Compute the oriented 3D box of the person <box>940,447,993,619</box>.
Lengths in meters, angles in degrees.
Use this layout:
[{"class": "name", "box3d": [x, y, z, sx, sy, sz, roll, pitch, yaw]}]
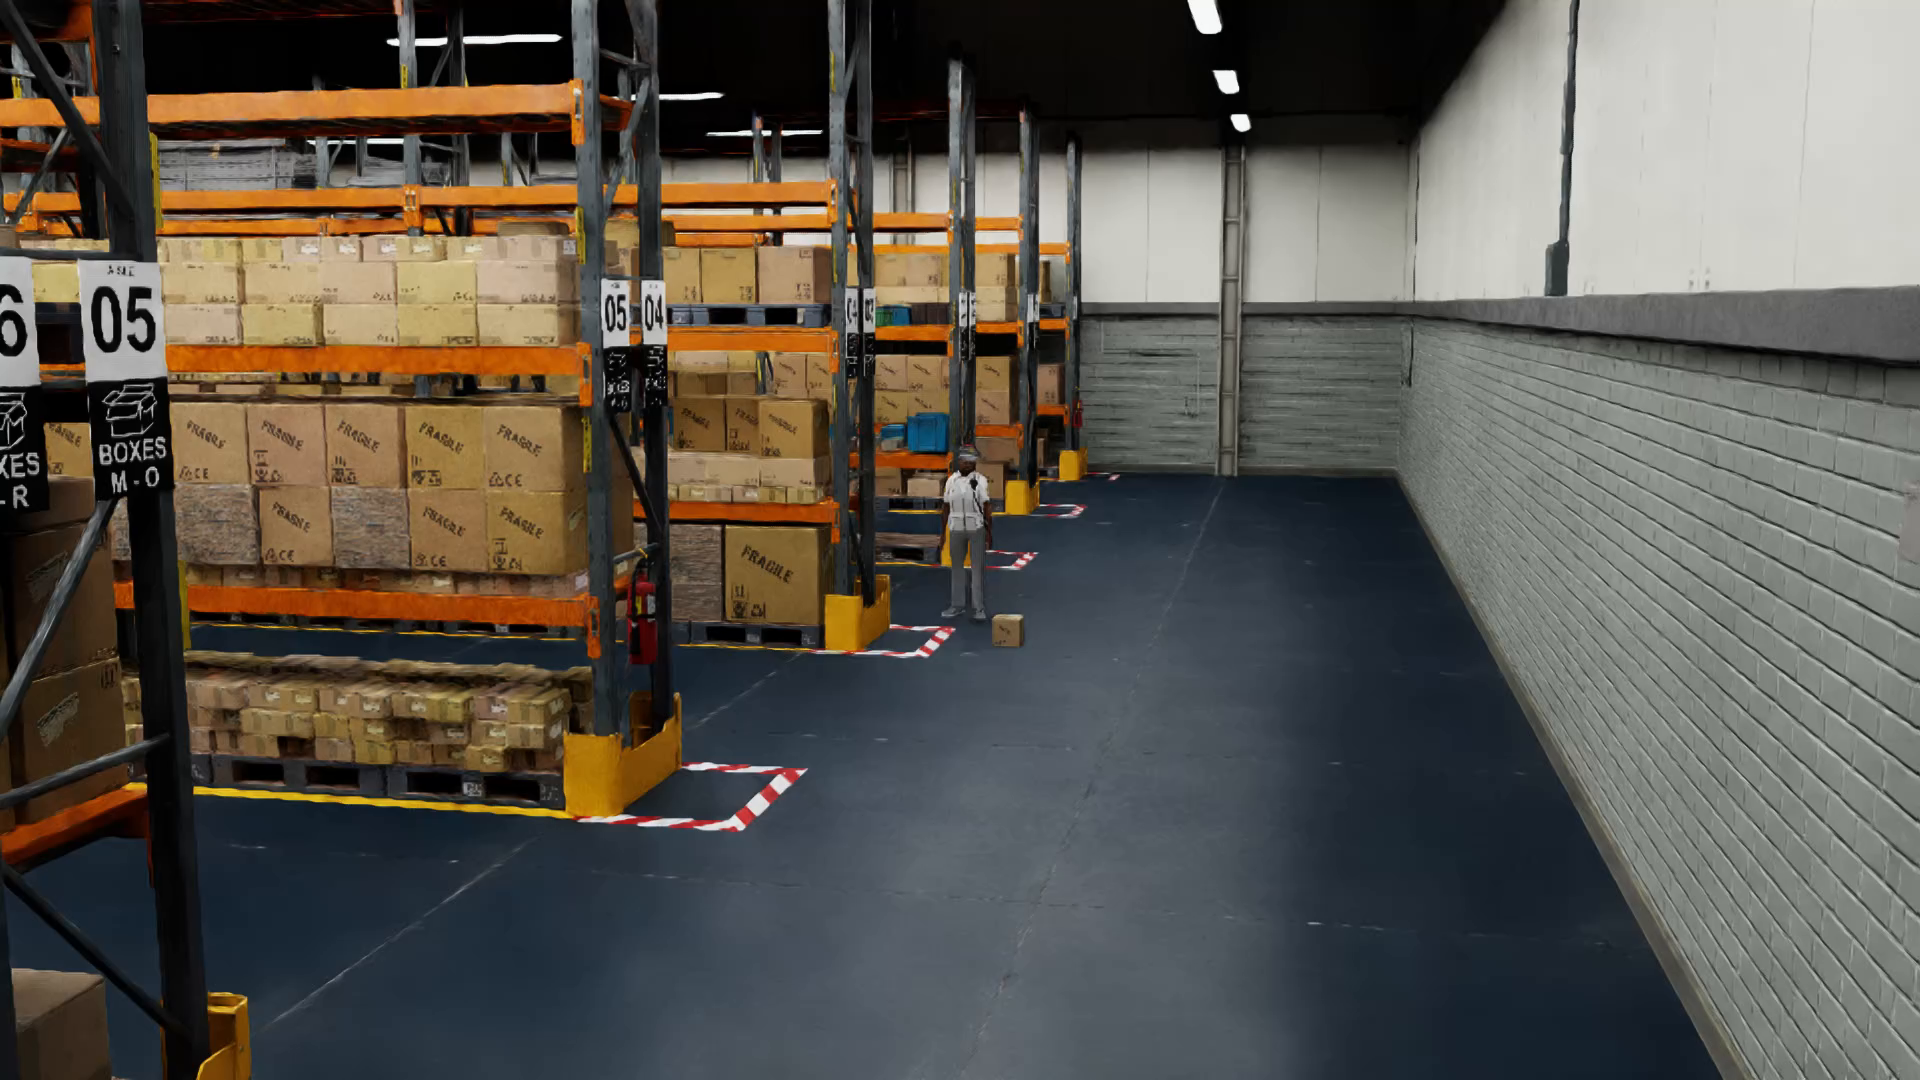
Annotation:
[{"class": "person", "box3d": [0.057, -0.071, 16.136, 0.524, 1.681, 0.441, 2, 8, 14]}]
